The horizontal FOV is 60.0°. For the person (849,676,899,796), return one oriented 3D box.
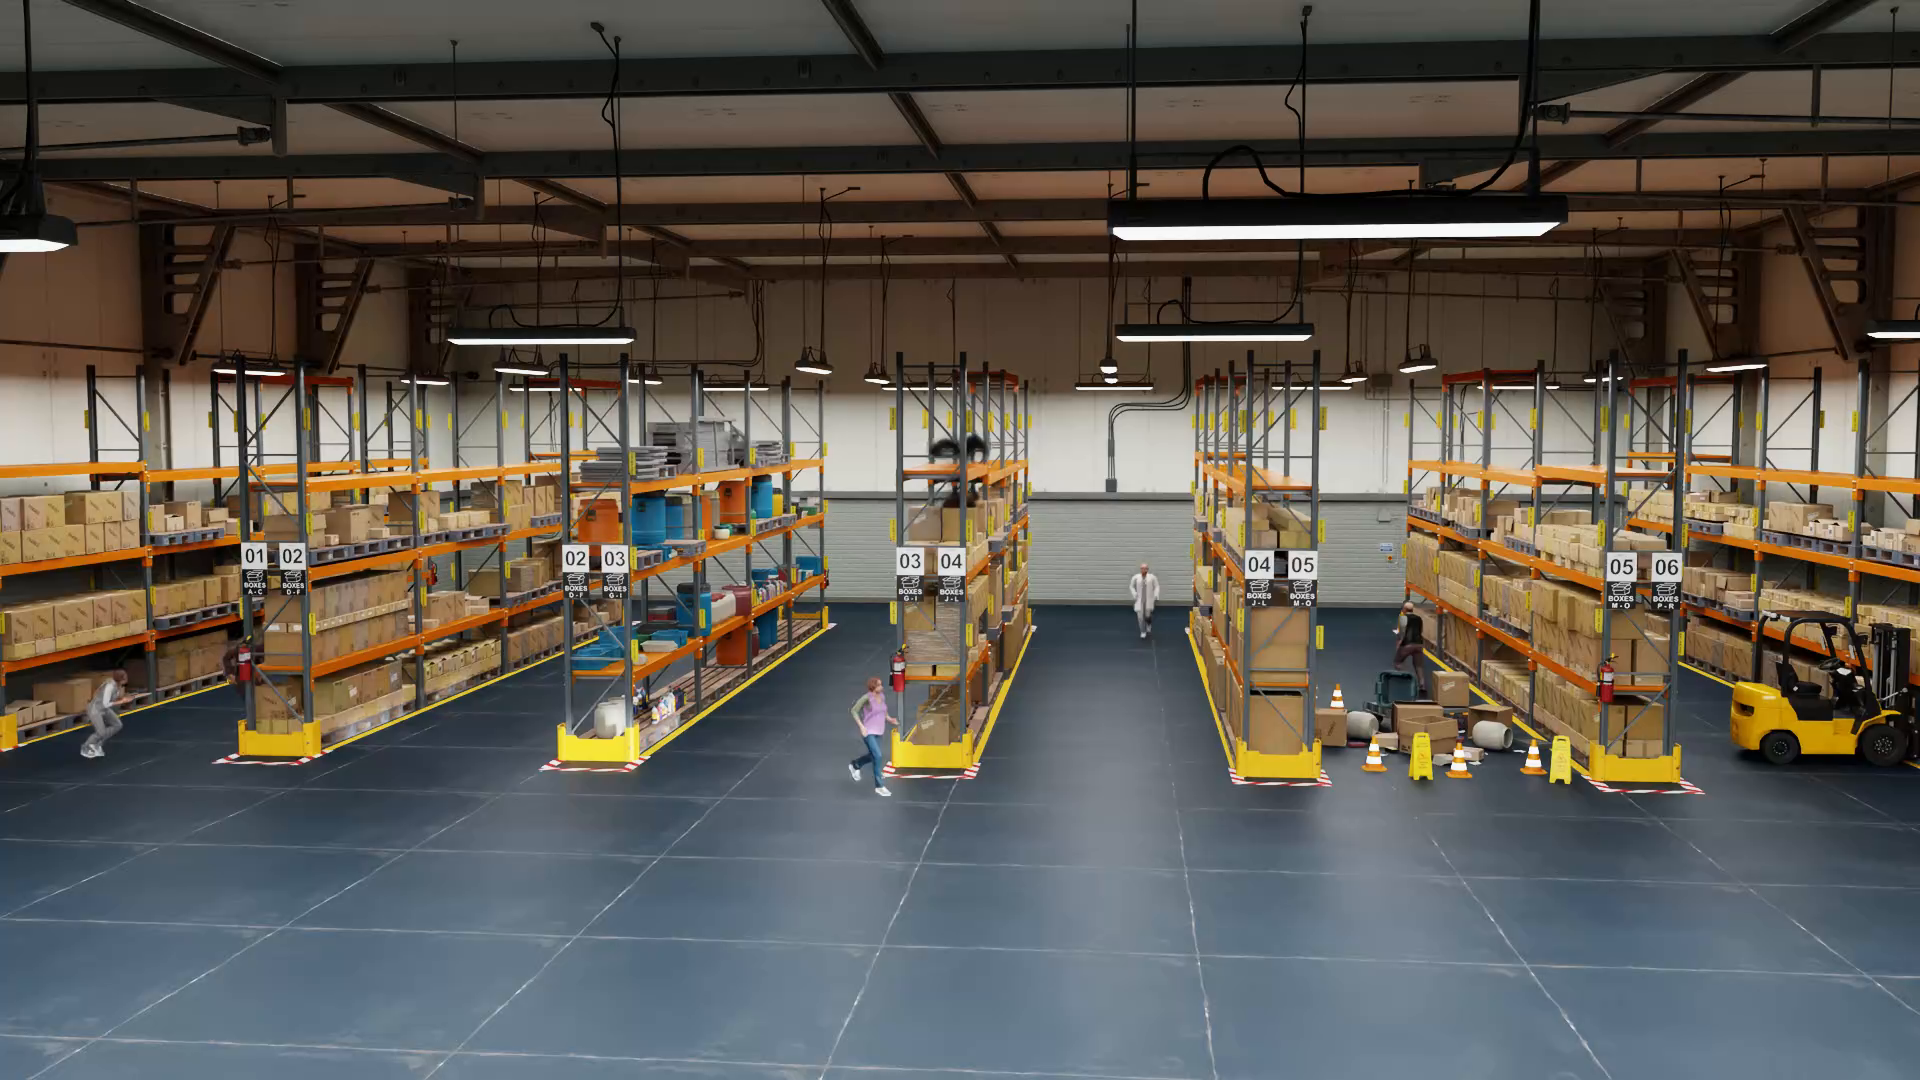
[{"bbox_3d":[-1.241,2.622,22.480,0.844,1.594,0.519,3,5,40],"label":"person"}]

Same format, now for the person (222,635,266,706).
[{"bbox_3d":[-11.682,2.281,27.277,0.729,1.587,0.961,-1,4,-18],"label":"person"}]

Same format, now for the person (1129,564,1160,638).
[{"bbox_3d":[4.274,1.406,38.567,0.696,1.724,0.654,1,4,9],"label":"person"}]

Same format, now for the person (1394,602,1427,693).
[{"bbox_3d":[8.316,1.997,30.702,0.645,1.666,0.960,-1,4,-14],"label":"person"}]

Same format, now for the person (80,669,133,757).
[{"bbox_3d":[-12.681,2.588,24.698,0.914,1.321,0.577,0,4,0],"label":"person"}]
